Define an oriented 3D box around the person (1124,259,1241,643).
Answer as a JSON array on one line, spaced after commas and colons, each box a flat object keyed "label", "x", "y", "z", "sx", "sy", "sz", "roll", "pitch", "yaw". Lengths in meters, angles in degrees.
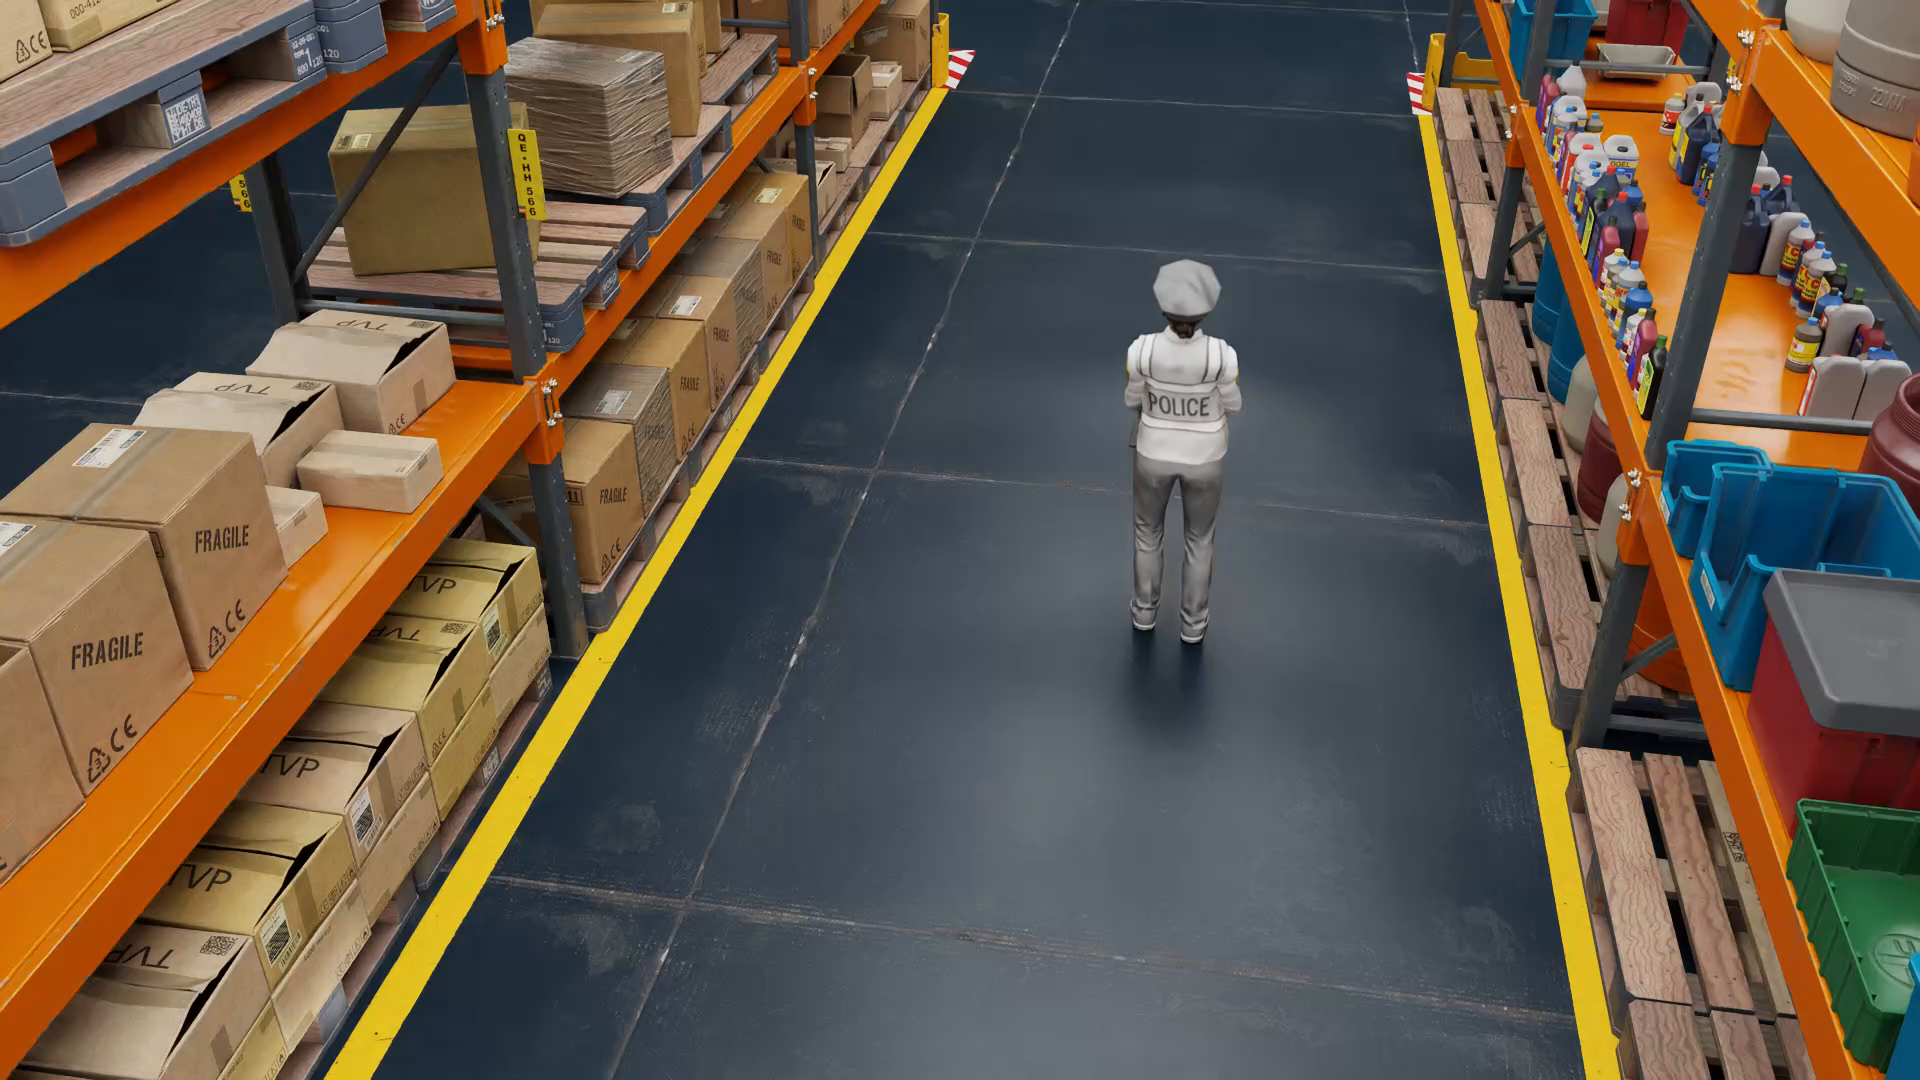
[{"label": "person", "x": 0.879, "y": -0.368, "z": 6.689, "sx": 0.460, "sy": 1.687, "sz": 0.556, "roll": 5, "pitch": 33, "yaw": 8}]
